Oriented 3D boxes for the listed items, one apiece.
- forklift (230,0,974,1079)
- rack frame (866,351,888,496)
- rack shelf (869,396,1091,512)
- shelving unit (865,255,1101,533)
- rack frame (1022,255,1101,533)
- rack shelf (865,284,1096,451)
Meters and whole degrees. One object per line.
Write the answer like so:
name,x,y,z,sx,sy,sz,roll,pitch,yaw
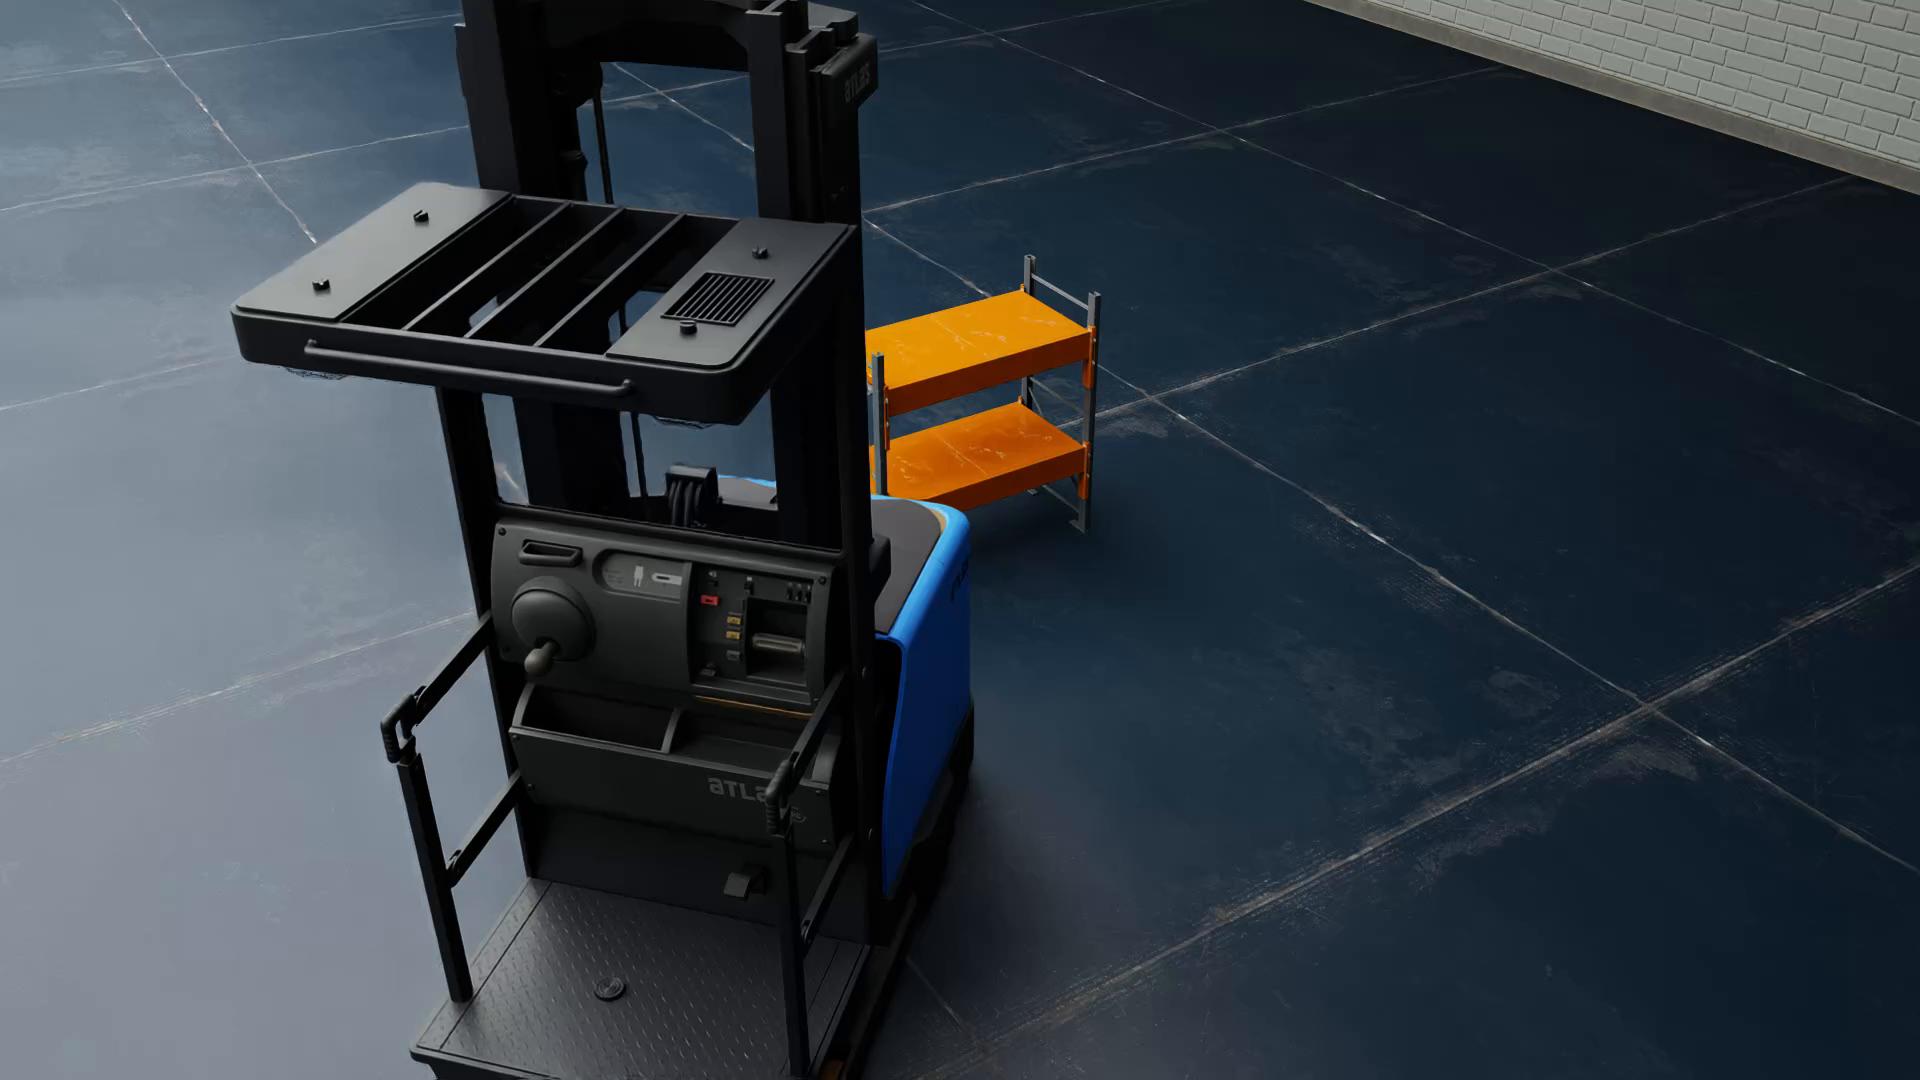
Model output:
forklift,-0.828,0.251,4.105,1.130,2.935,3.031,8,33,13
rack frame,-0.433,-0.327,6.714,0.032,1.125,0.500,-19,37,-27
rack shelf,-0.006,-0.267,7.077,1.000,0.278,0.538,-19,37,-27
shelving unit,-0.006,-0.474,6.947,1.048,1.125,0.538,-19,37,-27
rack frame,0.422,-0.621,7.180,0.032,1.125,0.500,-19,37,-27
rack shelf,-0.006,-0.721,6.791,1.000,0.278,0.538,-19,37,-27
